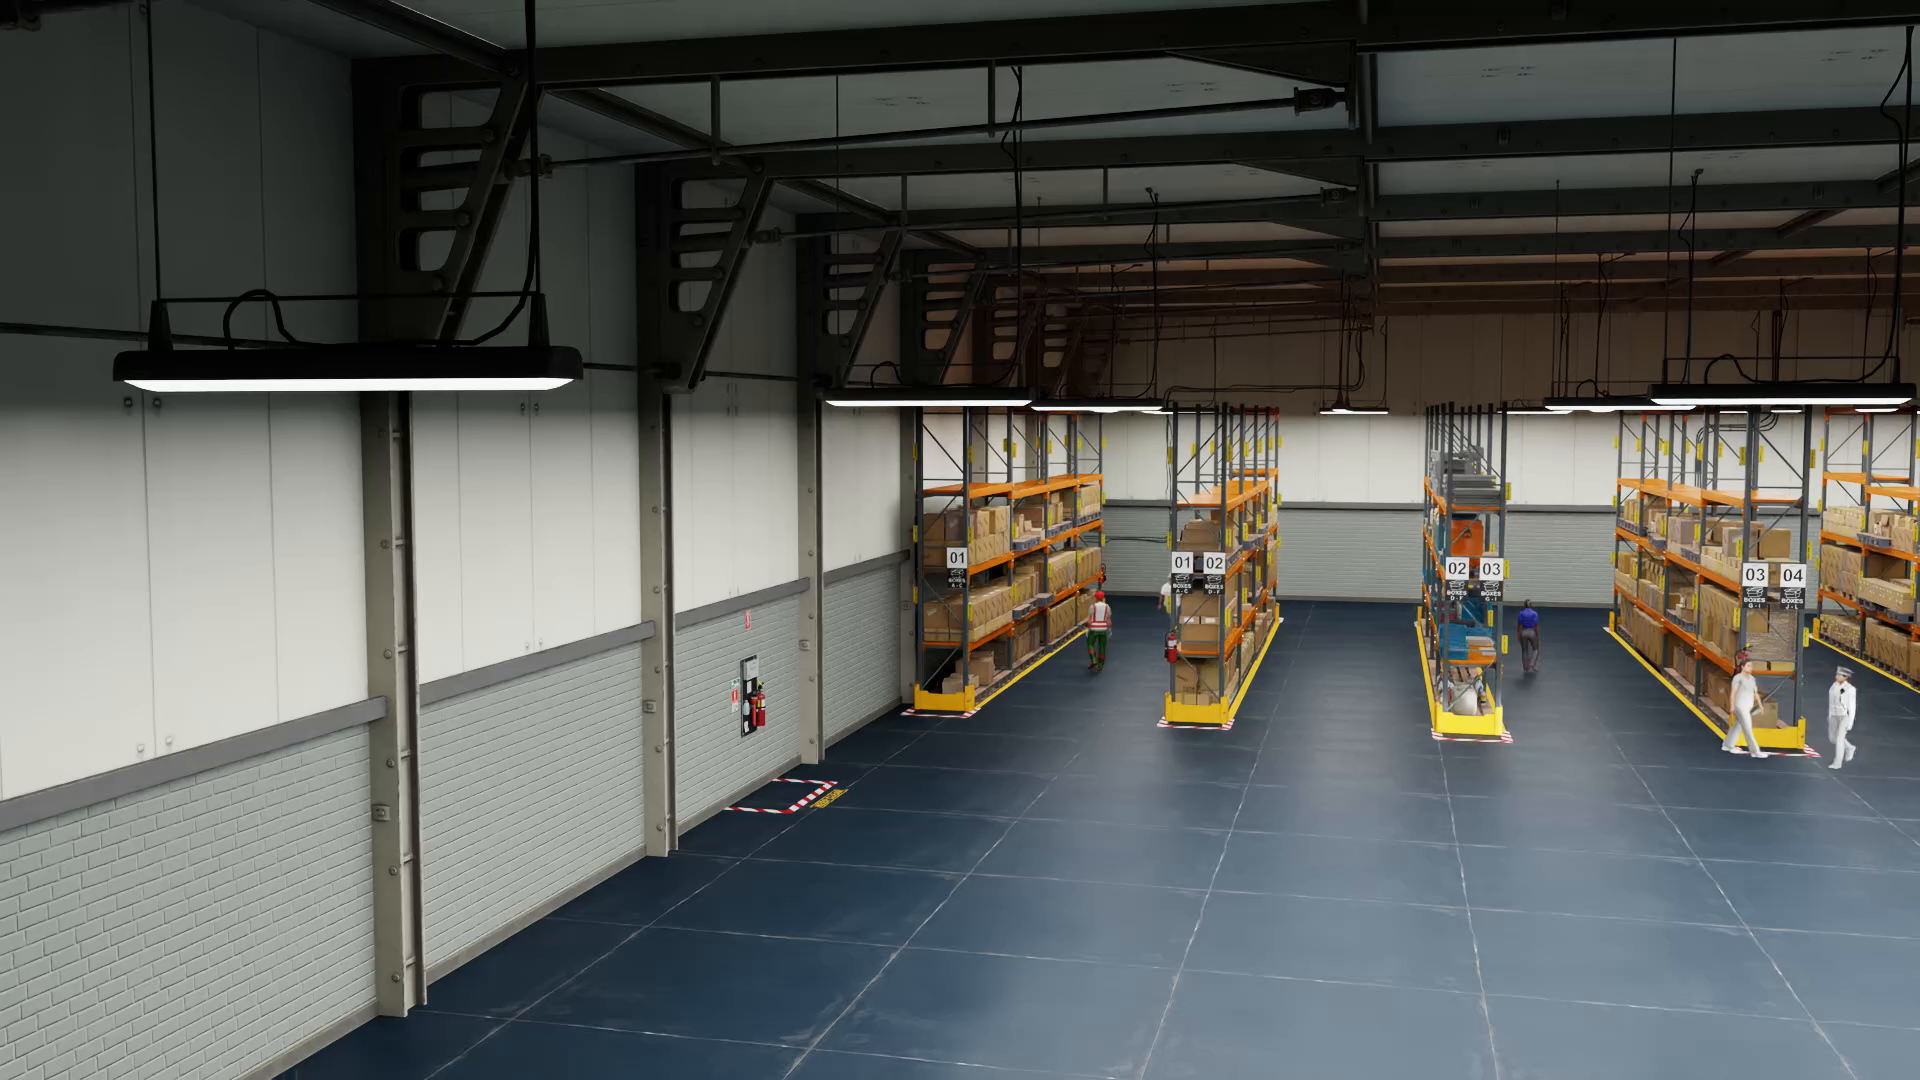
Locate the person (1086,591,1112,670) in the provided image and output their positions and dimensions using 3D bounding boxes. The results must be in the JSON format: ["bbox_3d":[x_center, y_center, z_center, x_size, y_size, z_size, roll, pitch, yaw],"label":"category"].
[{"bbox_3d":[3.144,2.051,37.608,0.598,1.791,0.465,-1,4,-11],"label":"person"}]

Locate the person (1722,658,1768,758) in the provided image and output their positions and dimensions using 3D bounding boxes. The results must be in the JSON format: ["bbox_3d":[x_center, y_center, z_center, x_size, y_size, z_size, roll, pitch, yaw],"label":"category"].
[{"bbox_3d":[13.261,2.813,28.004,0.467,1.640,0.854,-2,5,-30],"label":"person"}]

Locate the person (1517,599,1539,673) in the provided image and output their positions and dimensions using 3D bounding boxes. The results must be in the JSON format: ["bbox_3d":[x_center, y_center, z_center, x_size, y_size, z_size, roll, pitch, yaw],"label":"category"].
[{"bbox_3d":[12.700,2.154,37.163,0.494,1.656,0.460,2,5,21],"label":"person"}]

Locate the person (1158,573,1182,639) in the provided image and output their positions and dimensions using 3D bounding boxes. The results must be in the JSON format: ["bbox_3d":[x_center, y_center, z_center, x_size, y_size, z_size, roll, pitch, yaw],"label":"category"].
[{"bbox_3d":[5.418,1.691,42.838,0.607,1.707,1.063,3,5,32],"label":"person"}]

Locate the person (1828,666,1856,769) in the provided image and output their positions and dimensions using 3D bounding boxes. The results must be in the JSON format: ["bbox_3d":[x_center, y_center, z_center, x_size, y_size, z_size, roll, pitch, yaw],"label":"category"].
[{"bbox_3d":[14.411,2.870,27.110,0.711,1.663,0.491,-2,5,-24],"label":"person"}]
